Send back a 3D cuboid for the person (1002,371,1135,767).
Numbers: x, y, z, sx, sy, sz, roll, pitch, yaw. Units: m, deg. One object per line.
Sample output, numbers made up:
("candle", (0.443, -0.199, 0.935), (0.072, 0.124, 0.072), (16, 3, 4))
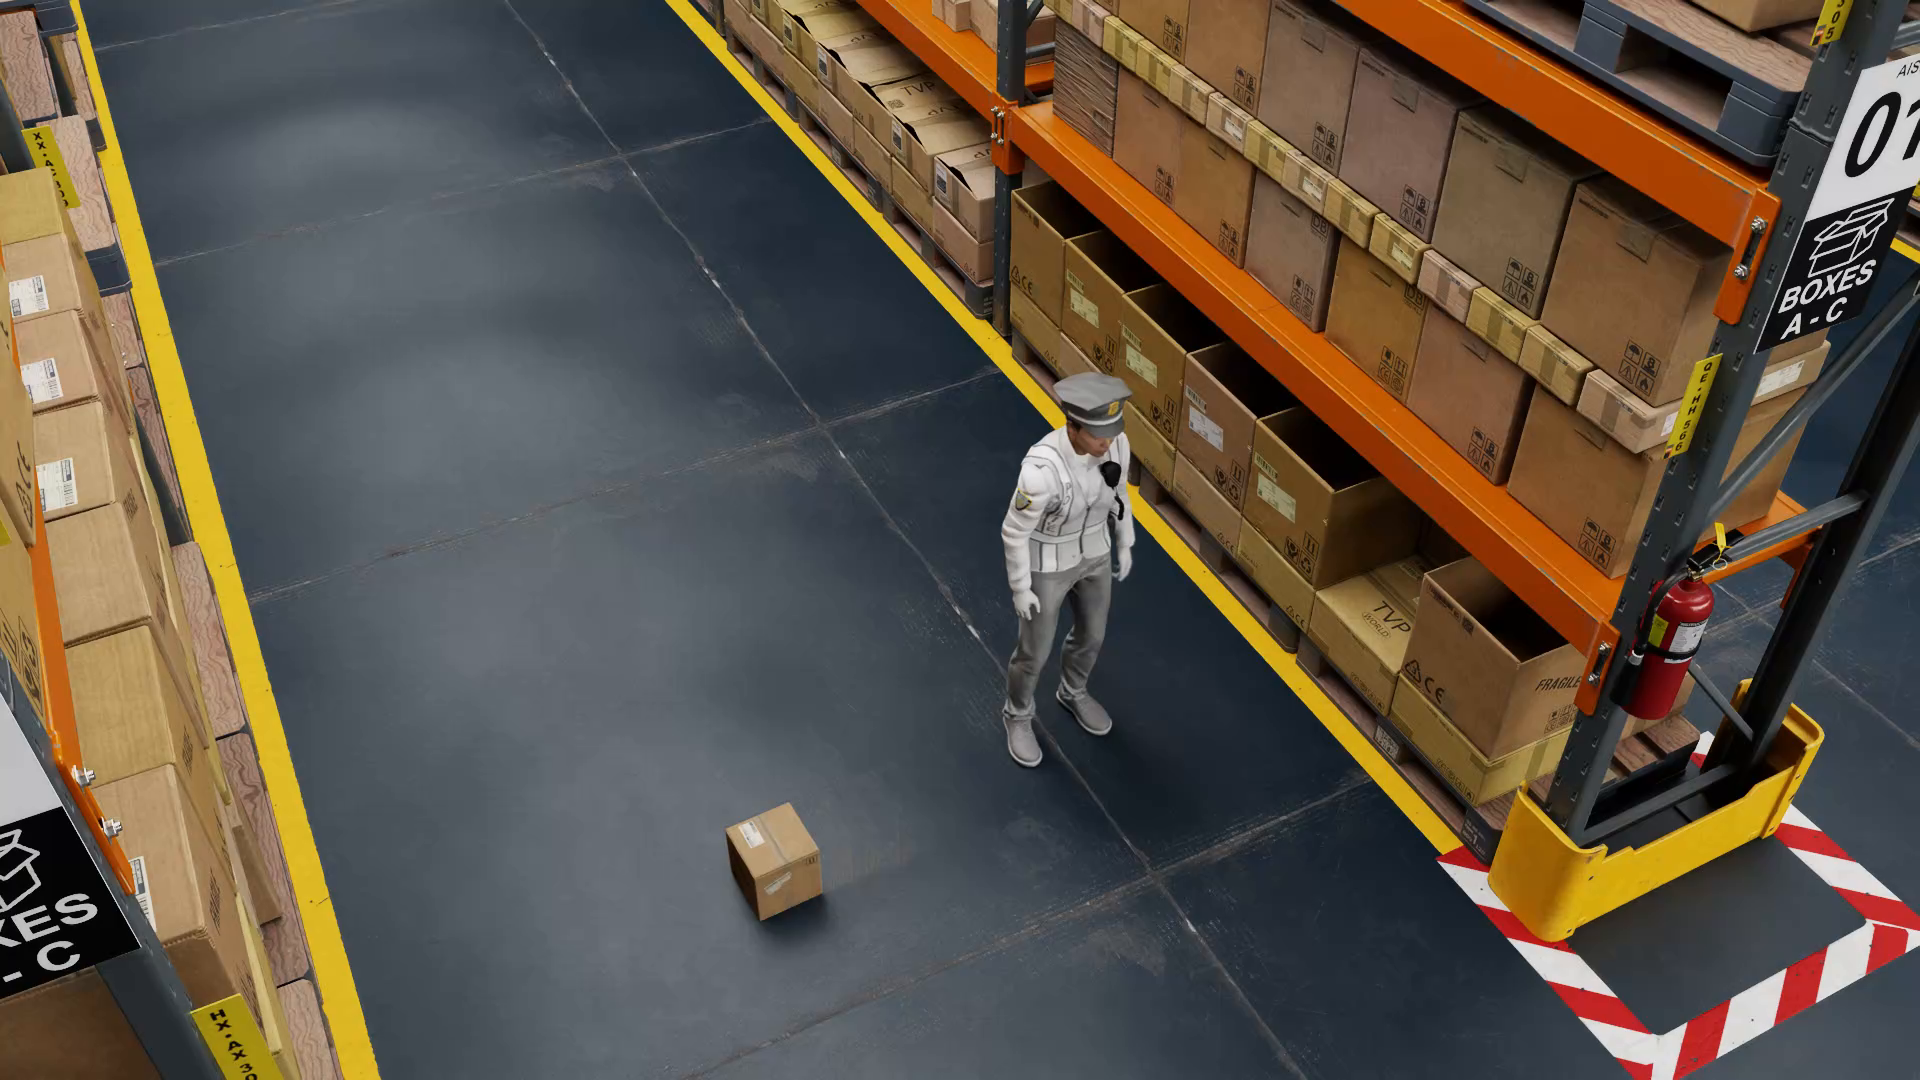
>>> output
("person", (0.396, 0.087, 6.055), (0.548, 1.667, 0.369), (-22, 46, -23))
